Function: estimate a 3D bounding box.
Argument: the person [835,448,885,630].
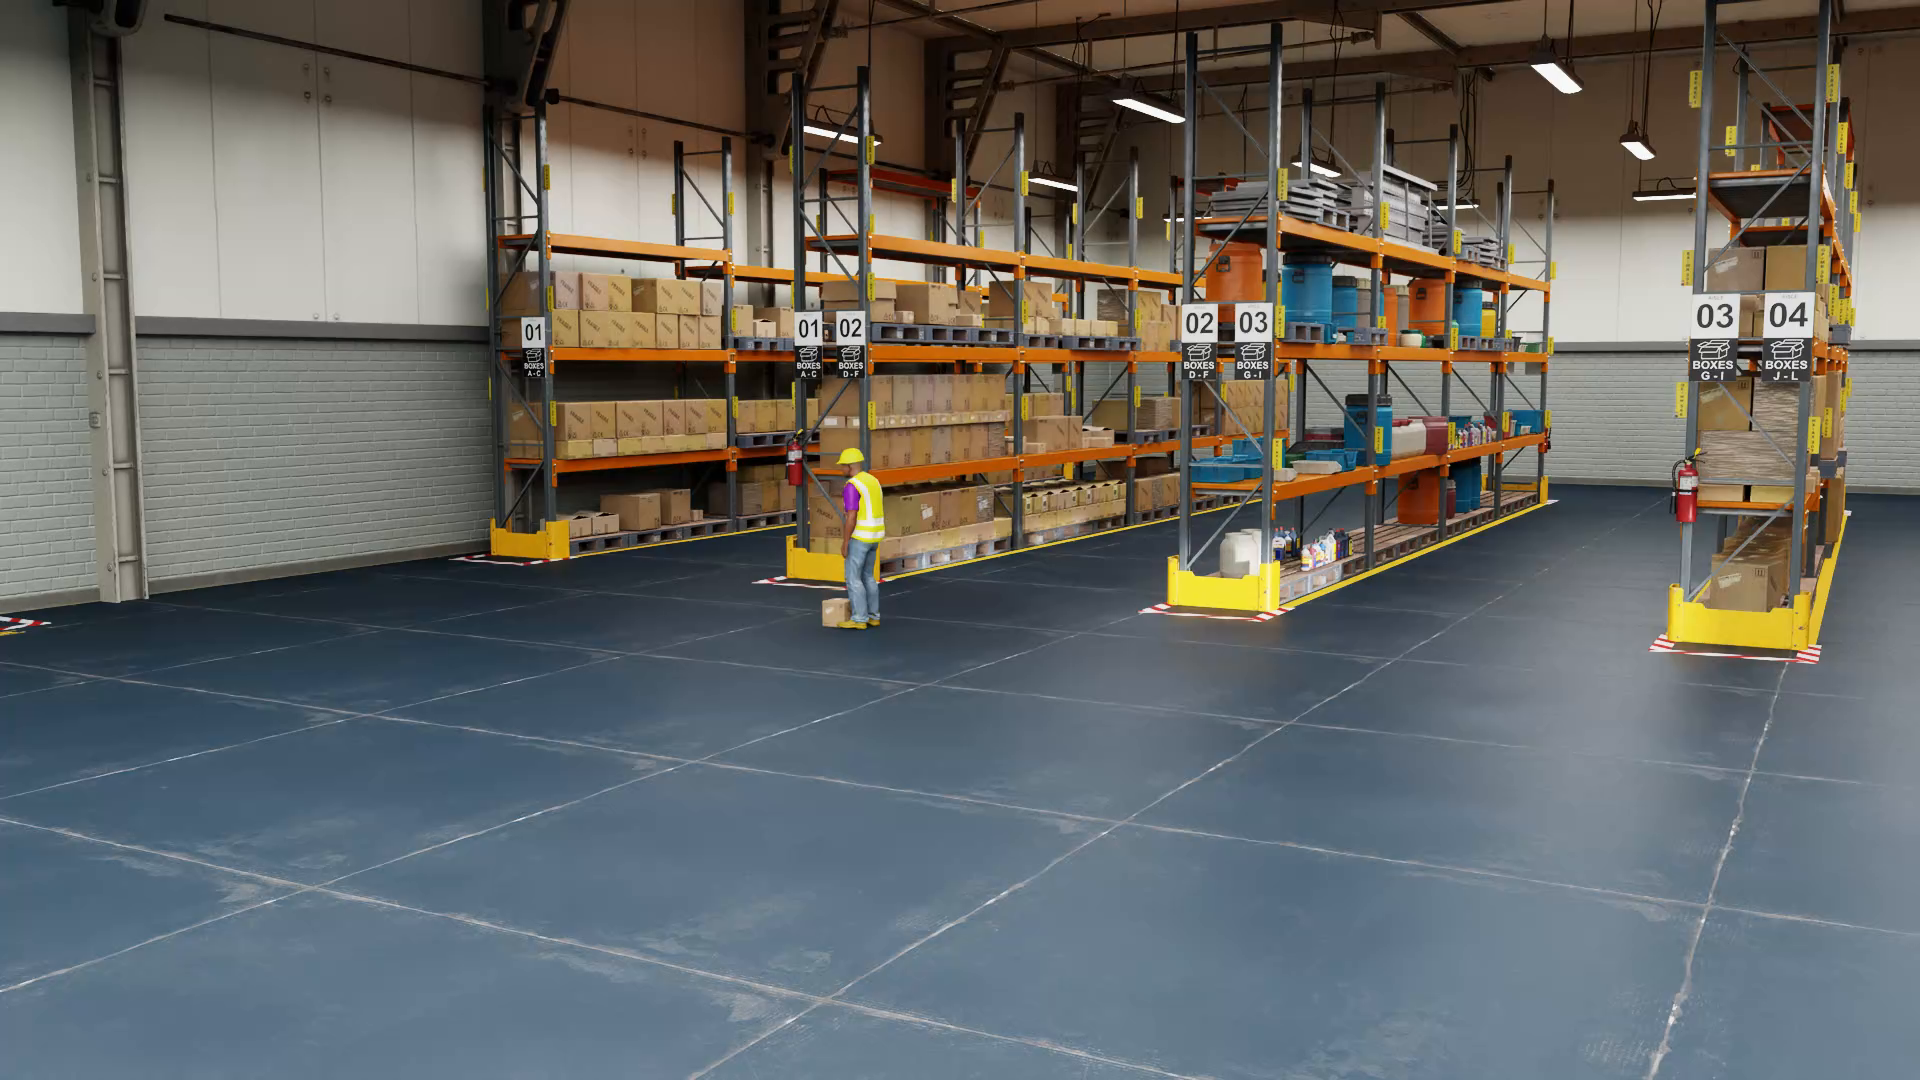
[{"bbox_3d":[-0.985,-0.020,16.251,0.462,1.759,0.628,3,7,26],"label":"person"}]
